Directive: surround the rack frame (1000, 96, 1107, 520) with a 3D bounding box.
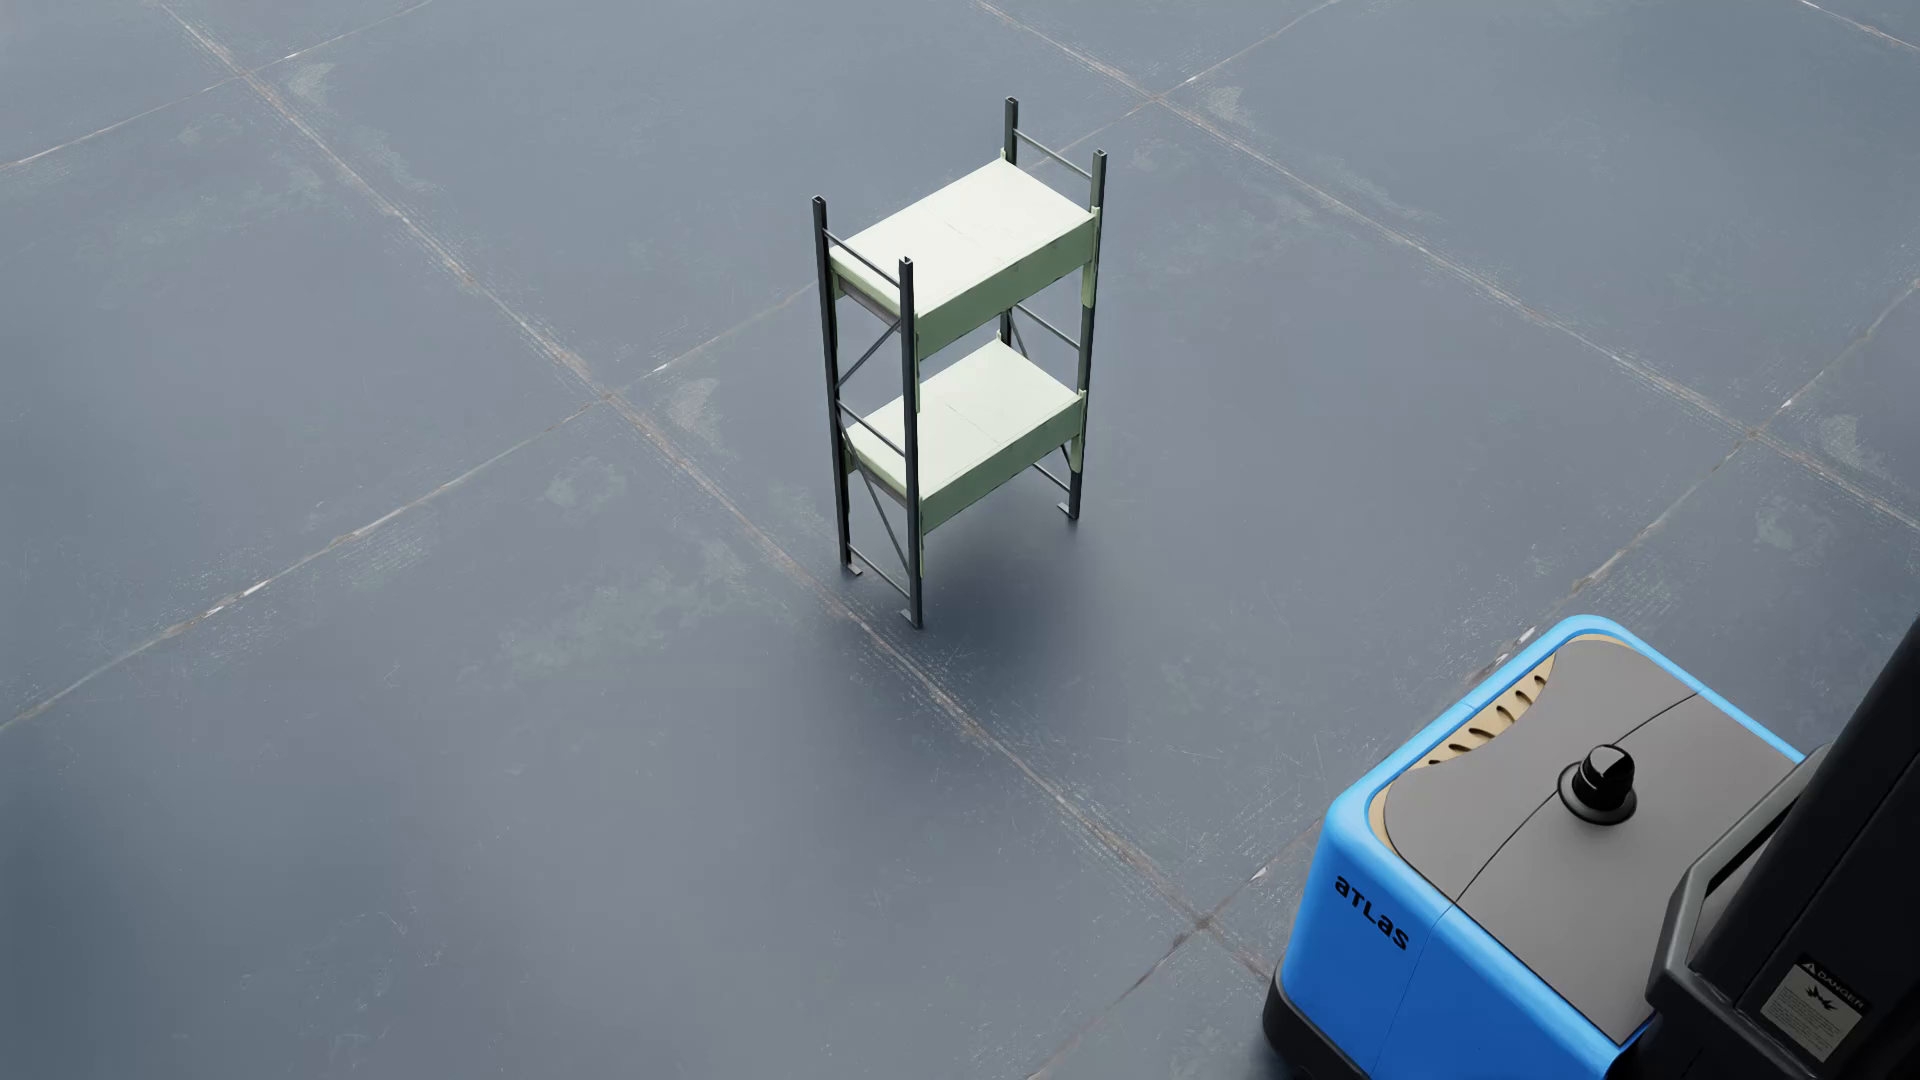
[{"bbox_3d":[0.276,-0.693,5.369,0.023,1.500,0.400,-34,56,-27],"label":"rack frame"}]

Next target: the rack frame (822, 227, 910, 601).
[{"bbox_3d":[-0.267,-0.332,5.036,0.010,1.308,0.380,-34,56,-27],"label":"rack frame"}]

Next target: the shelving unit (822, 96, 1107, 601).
[{"bbox_3d":[0.007,-0.514,5.203,0.748,1.500,0.431,-34,56,-27],"label":"shelving unit"}]

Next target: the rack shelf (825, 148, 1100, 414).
[{"bbox_3d":[0.005,-0.777,4.915,0.720,0.370,0.431,-34,56,-27],"label":"rack shelf"}]

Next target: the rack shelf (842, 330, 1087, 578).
[{"bbox_3d":[0.005,-0.291,5.441,0.720,0.370,0.431,-34,56,-27],"label":"rack shelf"}]
